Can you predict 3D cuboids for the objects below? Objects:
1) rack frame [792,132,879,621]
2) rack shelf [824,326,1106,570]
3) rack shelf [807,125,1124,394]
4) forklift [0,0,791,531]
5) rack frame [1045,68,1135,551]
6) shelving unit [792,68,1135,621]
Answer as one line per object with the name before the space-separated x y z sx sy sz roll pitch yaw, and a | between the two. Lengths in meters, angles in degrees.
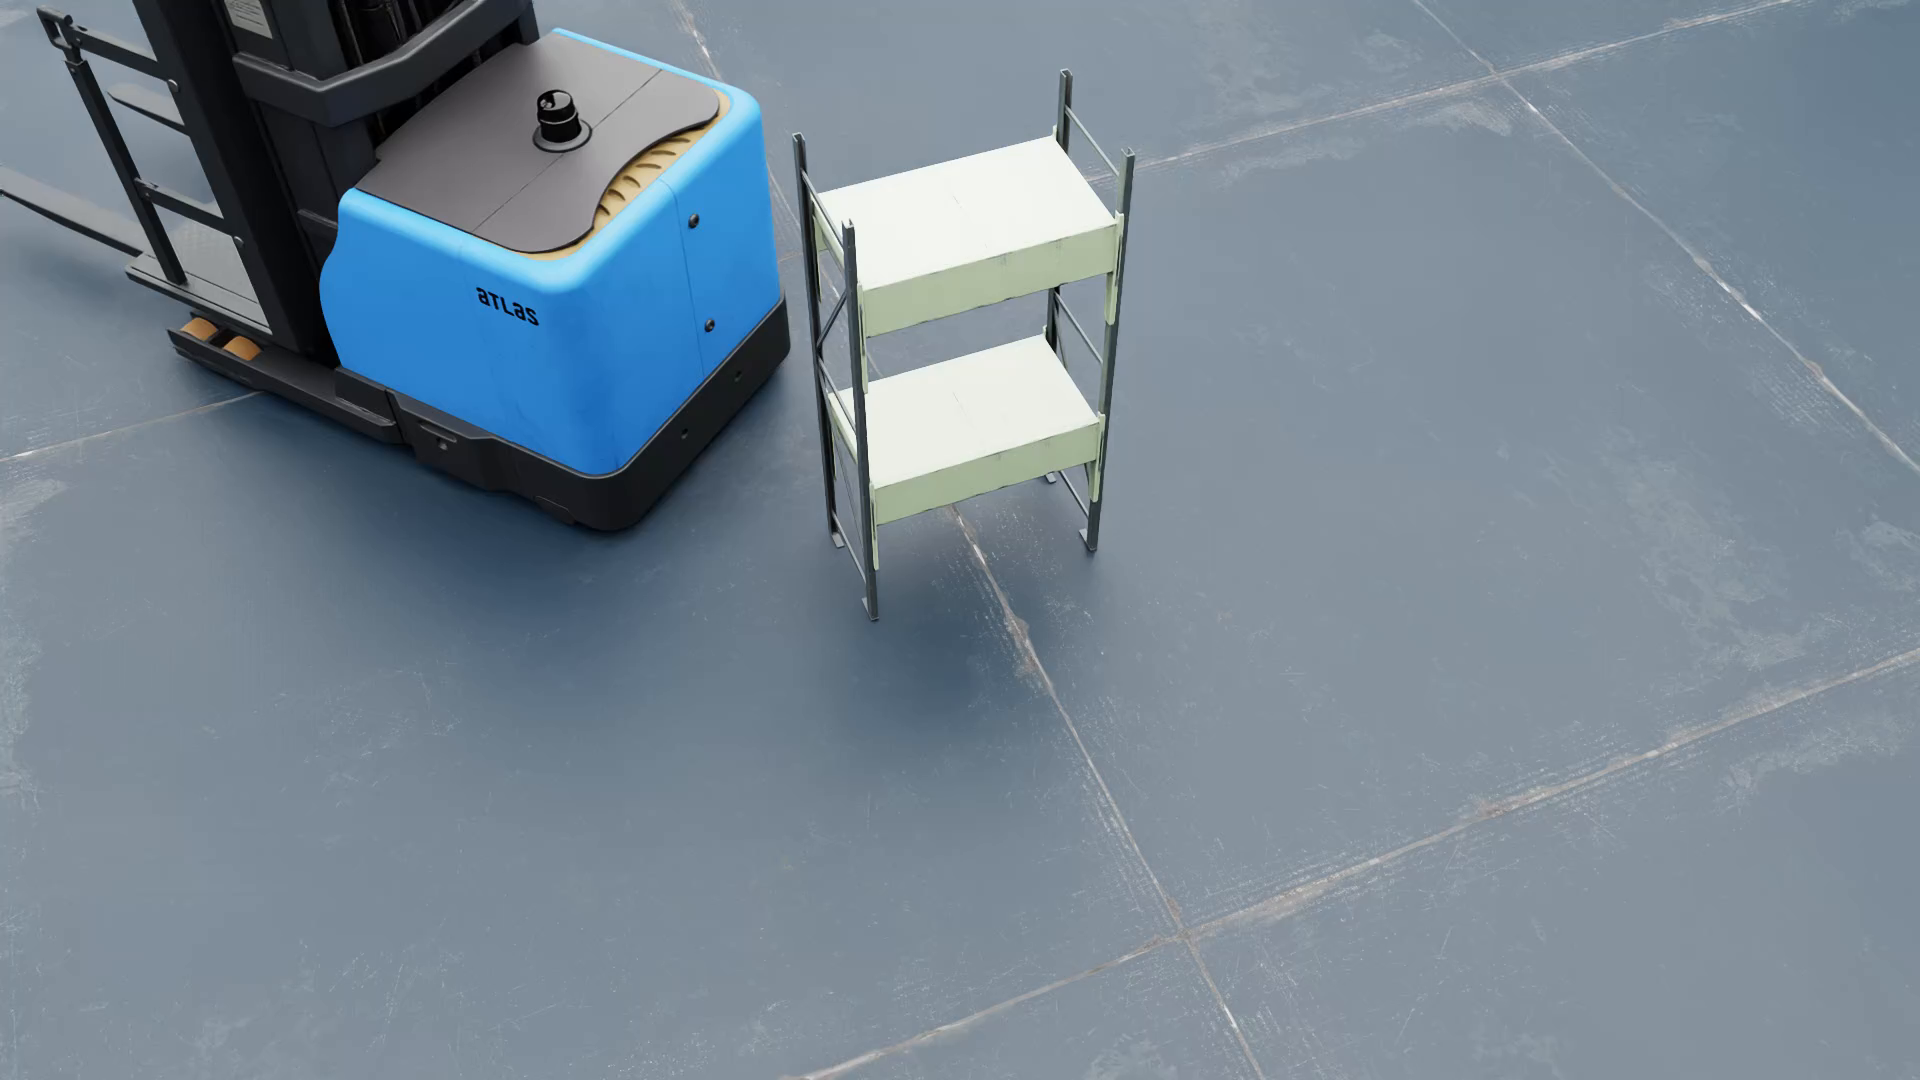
rack frame | -0.333 -0.386 4.593 0.023 1.500 0.400 -17 52 -14
rack shelf | 0.006 -0.278 4.930 0.720 0.370 0.431 -17 52 -14
rack shelf | 0.006 -0.745 4.387 0.720 0.370 0.431 -17 52 -14
forklift | -2.123 -1.813 4.875 3.031 2.935 1.130 23 53 18
rack frame | 0.345 -0.596 4.773 0.023 1.500 0.400 -17 52 -14
shelving unit | 0.006 -0.491 4.683 0.755 1.500 0.431 -17 52 -14
